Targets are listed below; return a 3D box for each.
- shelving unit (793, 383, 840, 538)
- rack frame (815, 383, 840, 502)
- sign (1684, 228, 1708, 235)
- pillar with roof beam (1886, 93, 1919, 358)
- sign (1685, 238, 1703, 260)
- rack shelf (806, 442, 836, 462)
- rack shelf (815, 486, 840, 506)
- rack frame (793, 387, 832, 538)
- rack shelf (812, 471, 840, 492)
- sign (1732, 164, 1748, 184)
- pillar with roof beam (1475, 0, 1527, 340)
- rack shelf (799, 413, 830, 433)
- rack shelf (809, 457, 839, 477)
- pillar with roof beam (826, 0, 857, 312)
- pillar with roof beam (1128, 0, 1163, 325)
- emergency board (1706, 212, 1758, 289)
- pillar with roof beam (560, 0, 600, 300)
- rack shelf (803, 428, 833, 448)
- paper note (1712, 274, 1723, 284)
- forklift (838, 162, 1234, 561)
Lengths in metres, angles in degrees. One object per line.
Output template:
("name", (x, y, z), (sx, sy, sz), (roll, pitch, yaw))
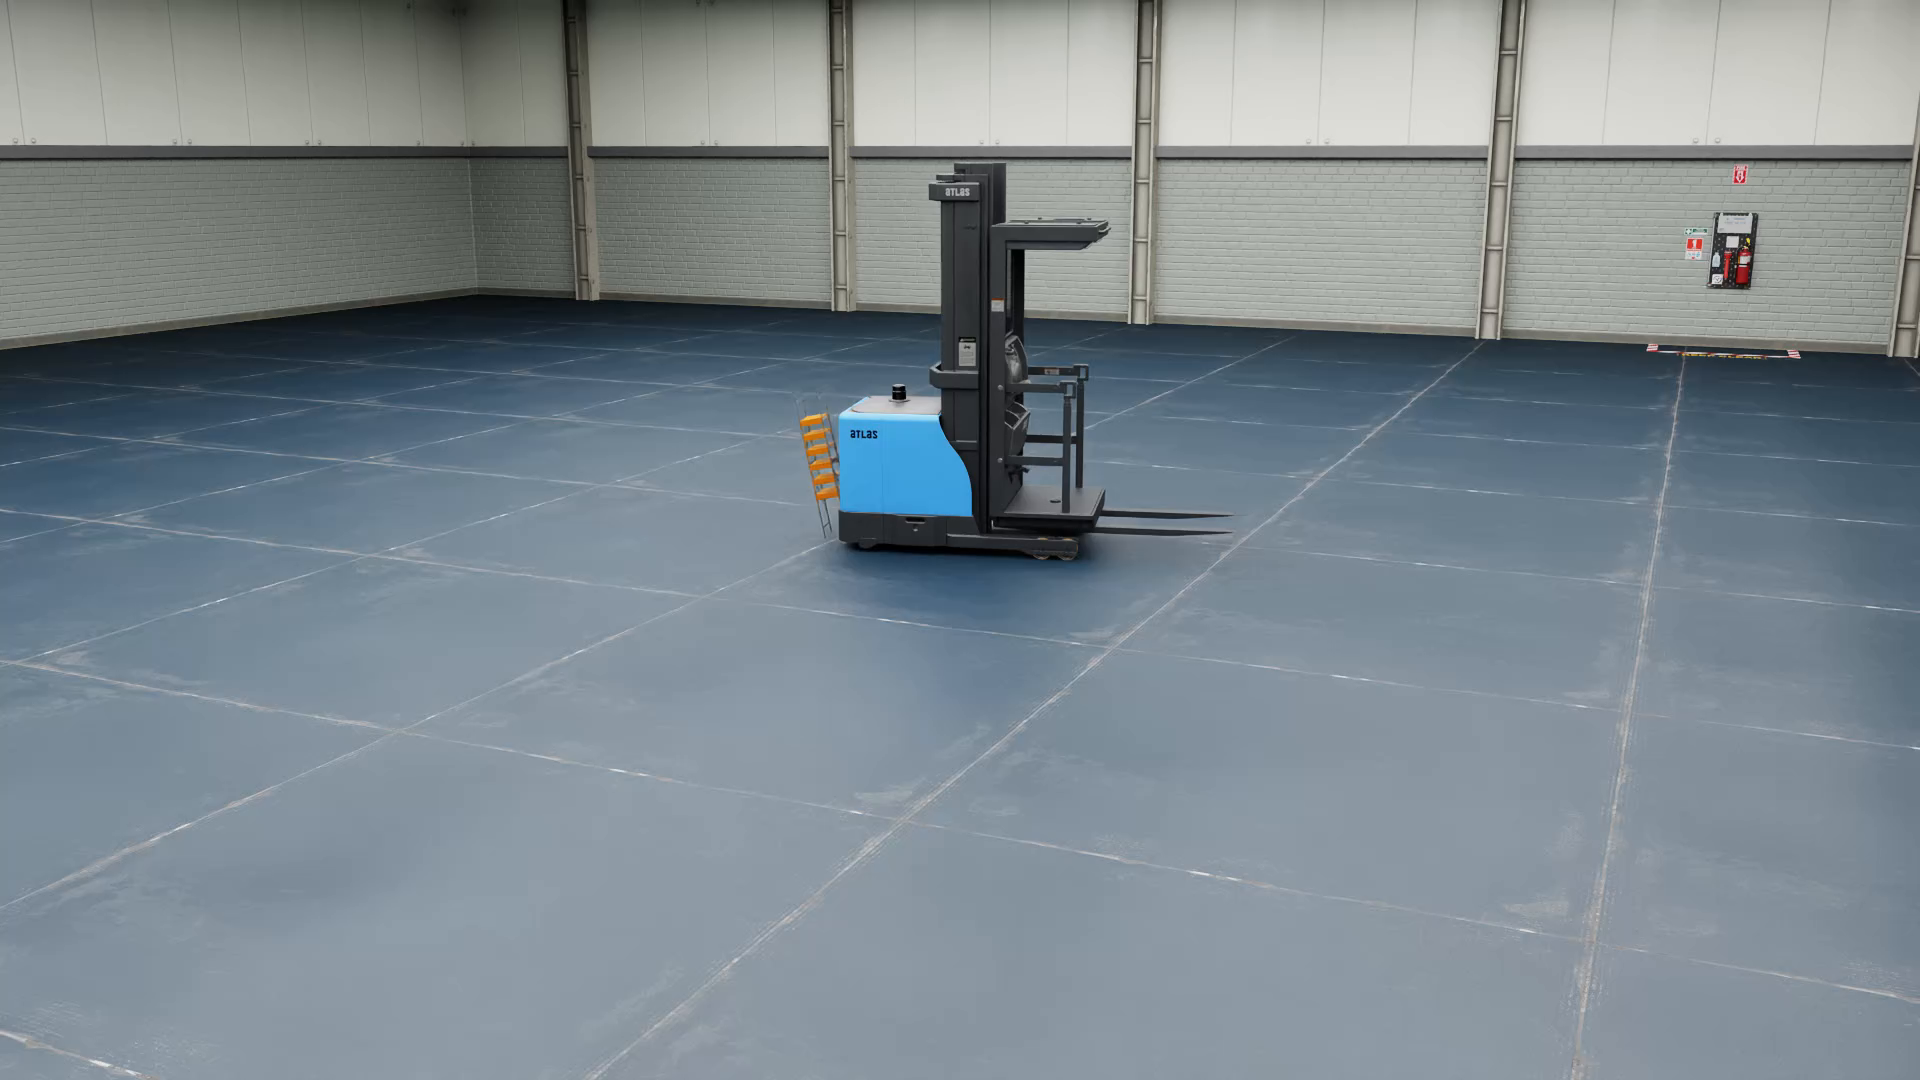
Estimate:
("shelving unit", (-1.090, -0.631, 13.287), (0.189, 1.200, 0.258), (-9, 11, 11))
("rack frame", (-1.001, -0.646, 13.269), (0.006, 1.200, 0.240), (-9, 11, 11))
("sign", (11.507, -4.819, 25.989), (0.331, 0.109, 0.001), (6, 14, 23))
("pillar with roof beam", (12.471, -6.259, 20.228), (0.400, 9.000, 9.100), (6, 14, 23))
("sign", (11.507, -4.564, 26.060), (0.234, 0.329, 0.001), (6, 14, 23))
("rack shelf", (-1.104, -0.704, 13.272), (0.180, 0.103, 0.258), (-9, 11, 11))
("rack shelf", (-1.035, -0.358, 13.342), (0.180, 0.103, 0.258), (-9, 11, 11))
("rack frame", (-1.179, -0.617, 13.304), (0.006, 1.200, 0.240), (-9, 11, 11))
("rack shelf", (-1.058, -0.473, 13.319), (0.180, 0.103, 0.258), (-9, 11, 11))
("sign", (12.004, -5.624, 25.581), (0.199, 0.298, 0.001), (6, 14, 23))
("pillar with roof beam", (6.985, -6.814, 22.594), (0.400, 9.000, 9.100), (6, 14, 23))
("rack shelf", (-1.151, -0.935, 13.225), (0.180, 0.103, 0.258), (-9, 11, 11))
("rack shelf", (-1.081, -0.589, 13.295), (0.180, 0.103, 0.258), (-9, 11, 11))
("pillar with roof beam", (-3.987, -7.924, 27.326), (0.400, 9.000, 9.100), (6, 14, 23))
("pillar with roof beam", (1.499, -7.369, 24.960), (0.400, 9.000, 9.100), (6, 14, 23))
("emergency board", (11.971, -4.474, 25.754), (0.643, 1.169, 0.194), (6, 14, 23))
("pillar with roof beam", (-9.472, -8.479, 29.692), (0.400, 9.000, 9.100), (6, 14, 23))
("rack shelf", (-1.128, -0.819, 13.249), (0.180, 0.103, 0.258), (-9, 11, 11))
("paper note", (11.837, -4.076, 25.986), (0.142, 0.148, 0.016), (6, 14, 23))
("forklift", (0.621, -1.402, 12.816), (3.031, 2.935, 1.130), (2, 13, 9))
